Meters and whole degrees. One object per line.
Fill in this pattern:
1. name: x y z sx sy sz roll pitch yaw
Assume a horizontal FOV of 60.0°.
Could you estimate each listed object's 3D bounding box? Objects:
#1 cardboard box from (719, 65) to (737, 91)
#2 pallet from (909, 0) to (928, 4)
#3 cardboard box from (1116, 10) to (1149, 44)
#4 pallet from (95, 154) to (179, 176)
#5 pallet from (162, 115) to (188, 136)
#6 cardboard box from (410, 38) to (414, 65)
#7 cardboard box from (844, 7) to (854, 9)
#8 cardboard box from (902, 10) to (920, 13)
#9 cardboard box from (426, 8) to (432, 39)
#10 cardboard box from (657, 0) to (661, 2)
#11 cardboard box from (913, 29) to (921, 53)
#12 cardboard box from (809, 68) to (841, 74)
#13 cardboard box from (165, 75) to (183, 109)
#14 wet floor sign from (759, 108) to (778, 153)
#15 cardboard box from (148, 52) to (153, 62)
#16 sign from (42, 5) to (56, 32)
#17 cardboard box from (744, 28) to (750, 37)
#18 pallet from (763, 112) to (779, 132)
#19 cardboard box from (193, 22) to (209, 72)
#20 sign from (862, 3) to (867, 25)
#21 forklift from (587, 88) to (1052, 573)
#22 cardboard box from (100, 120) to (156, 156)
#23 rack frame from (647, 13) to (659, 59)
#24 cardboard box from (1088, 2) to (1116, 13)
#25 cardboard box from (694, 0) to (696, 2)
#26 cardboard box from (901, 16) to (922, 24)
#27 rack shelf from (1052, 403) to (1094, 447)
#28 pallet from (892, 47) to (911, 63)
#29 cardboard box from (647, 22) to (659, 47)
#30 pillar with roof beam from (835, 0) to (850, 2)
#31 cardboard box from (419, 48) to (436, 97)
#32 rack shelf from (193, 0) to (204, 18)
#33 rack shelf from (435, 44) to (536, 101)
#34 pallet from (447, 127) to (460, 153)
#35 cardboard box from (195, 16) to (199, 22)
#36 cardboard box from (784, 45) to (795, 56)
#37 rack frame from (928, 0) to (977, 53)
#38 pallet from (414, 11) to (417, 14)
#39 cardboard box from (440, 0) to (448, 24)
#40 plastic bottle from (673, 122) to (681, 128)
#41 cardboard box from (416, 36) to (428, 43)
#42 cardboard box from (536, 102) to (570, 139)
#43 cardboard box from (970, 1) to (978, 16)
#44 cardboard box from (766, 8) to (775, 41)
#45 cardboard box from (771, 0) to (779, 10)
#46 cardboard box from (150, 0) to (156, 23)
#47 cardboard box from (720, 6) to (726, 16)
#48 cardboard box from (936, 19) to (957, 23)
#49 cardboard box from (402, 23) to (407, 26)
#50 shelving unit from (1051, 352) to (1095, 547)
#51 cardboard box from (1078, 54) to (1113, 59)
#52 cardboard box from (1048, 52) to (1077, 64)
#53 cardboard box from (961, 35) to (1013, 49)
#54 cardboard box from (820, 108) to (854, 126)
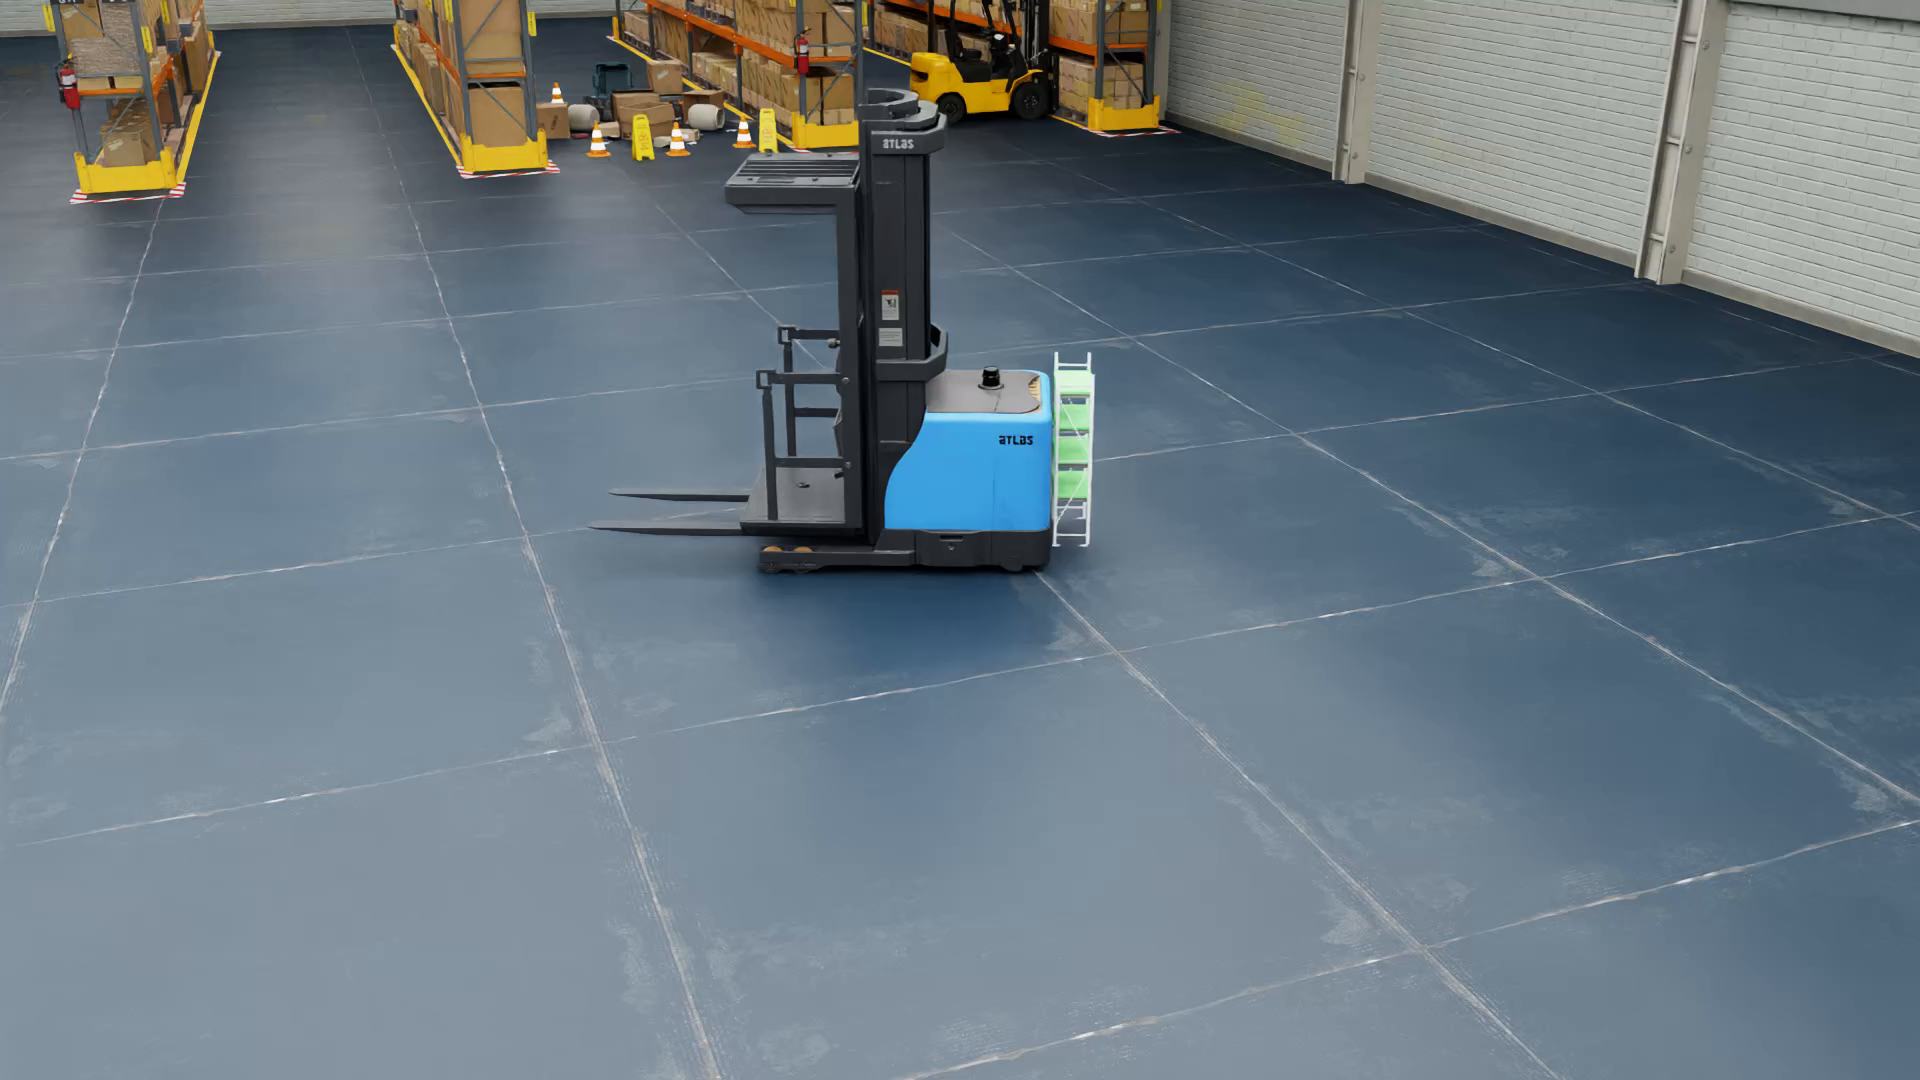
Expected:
1. cardboard box: -3.823 -8.373 30.097 0.950 0.372 0.625 -7 24 -16
2. pallet: -0.454 -11.224 34.265 1.213 0.211 1.003 -8 24 -19
3. cardboard box: 2.762 -8.433 27.267 0.500 0.500 0.500 -8 24 -17
4. pallet: -11.517 -5.169 23.243 1.003 0.211 1.213 -8 24 -19
5. pallet: -12.926 -6.578 26.585 1.003 0.211 1.213 -8 24 -19
6. cardboard box: -10.787 -9.868 33.477 0.500 0.500 0.500 -7 24 -17
7. cardboard box: -2.489 -12.267 39.170 0.500 0.500 0.500 -8 24 -18
8. cardboard box: -1.065 -11.681 36.944 0.380 0.149 0.250 -8 24 -19
9. cardboard box: -8.587 -8.607 27.679 0.500 0.500 0.500 -9 24 -20
10. cardboard box: -5.946 -11.205 34.166 0.500 0.250 0.500 -9 24 -19
11. cardboard box: -0.667 -10.425 34.799 0.500 0.500 0.500 -9 24 -20
12. cardboard box: -2.189 -7.287 26.712 0.500 0.500 0.500 -9 25 -21
13. cardboard box: -13.393 -7.439 27.689 0.700 0.500 0.500 -6 24 -15
14. wet floor sign: -2.899 -6.186 25.095 0.267 0.644 0.232 0 23 -1
15. cardboard box: -11.996 -7.050 23.602 0.875 0.500 0.500 -8 24 -19
16. sign: -11.763 -6.737 21.475 0.100 0.325 0.005 -8 24 -19
17. cardboard box: -3.429 -8.581 28.071 0.380 0.149 0.250 -8 24 -17
18. pallet: -2.673 -6.972 27.519 1.003 0.211 1.213 -8 24 -19
19. cardboard box: -15.231 -9.472 32.055 1.225 0.875 0.875 -8 24 -19
20. sign: -1.458 -7.960 25.159 0.100 0.325 0.005 -8 24 -19
21. forklift: -0.915 -1.341 10.658 3.031 2.935 1.130 1 23 2
22. cardboard box: -11.685 -5.610 23.376 0.500 0.500 0.500 -2 23 -5
23. rack frame: -6.205 -11.847 35.495 1.000 3.000 0.127 -8 24 -19
24. cardboard box: 2.292 -8.601 26.832 0.380 0.149 0.250 -8 24 -18
25. cardboard box: -4.851 -10.327 31.673 0.380 0.149 0.250 -10 25 -22
26. cardboard box: -1.042 -11.143 35.668 0.380 0.149 0.250 -8 24 -19
27. rack shelf: 0.751 -0.769 11.077 0.258 0.148 0.480 1 23 1
28. pallet: -0.805 -10.510 35.914 1.003 0.211 1.213 -8 24 -19
29. cardboard box: -6.326 -11.102 36.487 0.875 0.438 0.875 -9 24 -20
30. pillar with roof beam: -7.112 -17.260 40.614 9.100 9.000 0.400 -8 24 -19
31. cardboard box: -8.944 -8.283 29.397 1.050 0.750 0.750 -8 24 -18
32. rack shelf: -16.182 -10.882 34.133 1.077 0.370 4.000 -8 24 -19
33. rack shelf: -7.267 -7.166 25.316 1.077 0.370 4.000 -8 24 -19
34. pallet: -7.343 -6.208 25.707 1.003 0.211 1.213 -8 24 -19
35. cardboard box: -15.634 -9.952 33.195 0.875 0.875 0.875 -8 24 -19
36. cardboard box: -2.491 -7.554 25.634 0.380 0.149 0.250 -9 24 -20
37. rack frame: -0.149 -11.076 33.666 1.000 3.000 0.127 -8 24 -19
38. pallet: -10.124 -10.303 32.079 1.003 0.211 1.213 -8 24 -19
39. cardboard box: -7.316 -8.061 24.931 0.875 0.550 0.500 -8 24 -19
40. plastic bottle: -4.677 -6.860 27.446 0.133 0.061 0.283 -4 23 -10
41. cardboard box: -9.874 -9.277 31.111 0.500 0.250 0.500 -9 24 -20
42. cardboard box: -6.465 -6.650 26.381 0.500 0.500 0.500 -4 23 -10
43. cardboard box: 0.512 -10.067 31.466 0.500 0.250 0.500 -8 24 -19
44. cardboard box: -2.761 -8.194 26.317 0.500 0.500 0.500 -8 24 -19
45. cardboard box: -2.522 -8.471 25.687 0.700 0.500 0.500 -8 24 -18
46. cardboard box: -11.706 -7.553 23.509 0.500 0.500 0.500 -8 24 -19
47. cardboard box: -4.020 -9.354 29.363 0.380 0.149 0.250 -9 24 -20
48. cardboard box: -0.283 -10.940 35.186 0.380 0.149 0.250 -10 25 -21
49. cardboard box: -12.001 -11.230 36.395 0.380 0.149 0.250 -10 25 -22
50. shelving unit: 0.751 -0.607 11.145 0.258 1.200 0.503 1 23 1
51. cardboard box: 2.338 -8.121 28.368 0.500 0.250 0.500 -9 24 -19
52. cardboard box: 1.677 -8.232 28.632 0.500 0.250 0.500 -9 24 -20
53. cardboard box: 0.535 -9.465 32.362 0.875 0.625 0.625 -9 25 -21
54. cardboard box: -1.992 -6.744 26.388 0.500 0.250 0.500 -9 24 -19
